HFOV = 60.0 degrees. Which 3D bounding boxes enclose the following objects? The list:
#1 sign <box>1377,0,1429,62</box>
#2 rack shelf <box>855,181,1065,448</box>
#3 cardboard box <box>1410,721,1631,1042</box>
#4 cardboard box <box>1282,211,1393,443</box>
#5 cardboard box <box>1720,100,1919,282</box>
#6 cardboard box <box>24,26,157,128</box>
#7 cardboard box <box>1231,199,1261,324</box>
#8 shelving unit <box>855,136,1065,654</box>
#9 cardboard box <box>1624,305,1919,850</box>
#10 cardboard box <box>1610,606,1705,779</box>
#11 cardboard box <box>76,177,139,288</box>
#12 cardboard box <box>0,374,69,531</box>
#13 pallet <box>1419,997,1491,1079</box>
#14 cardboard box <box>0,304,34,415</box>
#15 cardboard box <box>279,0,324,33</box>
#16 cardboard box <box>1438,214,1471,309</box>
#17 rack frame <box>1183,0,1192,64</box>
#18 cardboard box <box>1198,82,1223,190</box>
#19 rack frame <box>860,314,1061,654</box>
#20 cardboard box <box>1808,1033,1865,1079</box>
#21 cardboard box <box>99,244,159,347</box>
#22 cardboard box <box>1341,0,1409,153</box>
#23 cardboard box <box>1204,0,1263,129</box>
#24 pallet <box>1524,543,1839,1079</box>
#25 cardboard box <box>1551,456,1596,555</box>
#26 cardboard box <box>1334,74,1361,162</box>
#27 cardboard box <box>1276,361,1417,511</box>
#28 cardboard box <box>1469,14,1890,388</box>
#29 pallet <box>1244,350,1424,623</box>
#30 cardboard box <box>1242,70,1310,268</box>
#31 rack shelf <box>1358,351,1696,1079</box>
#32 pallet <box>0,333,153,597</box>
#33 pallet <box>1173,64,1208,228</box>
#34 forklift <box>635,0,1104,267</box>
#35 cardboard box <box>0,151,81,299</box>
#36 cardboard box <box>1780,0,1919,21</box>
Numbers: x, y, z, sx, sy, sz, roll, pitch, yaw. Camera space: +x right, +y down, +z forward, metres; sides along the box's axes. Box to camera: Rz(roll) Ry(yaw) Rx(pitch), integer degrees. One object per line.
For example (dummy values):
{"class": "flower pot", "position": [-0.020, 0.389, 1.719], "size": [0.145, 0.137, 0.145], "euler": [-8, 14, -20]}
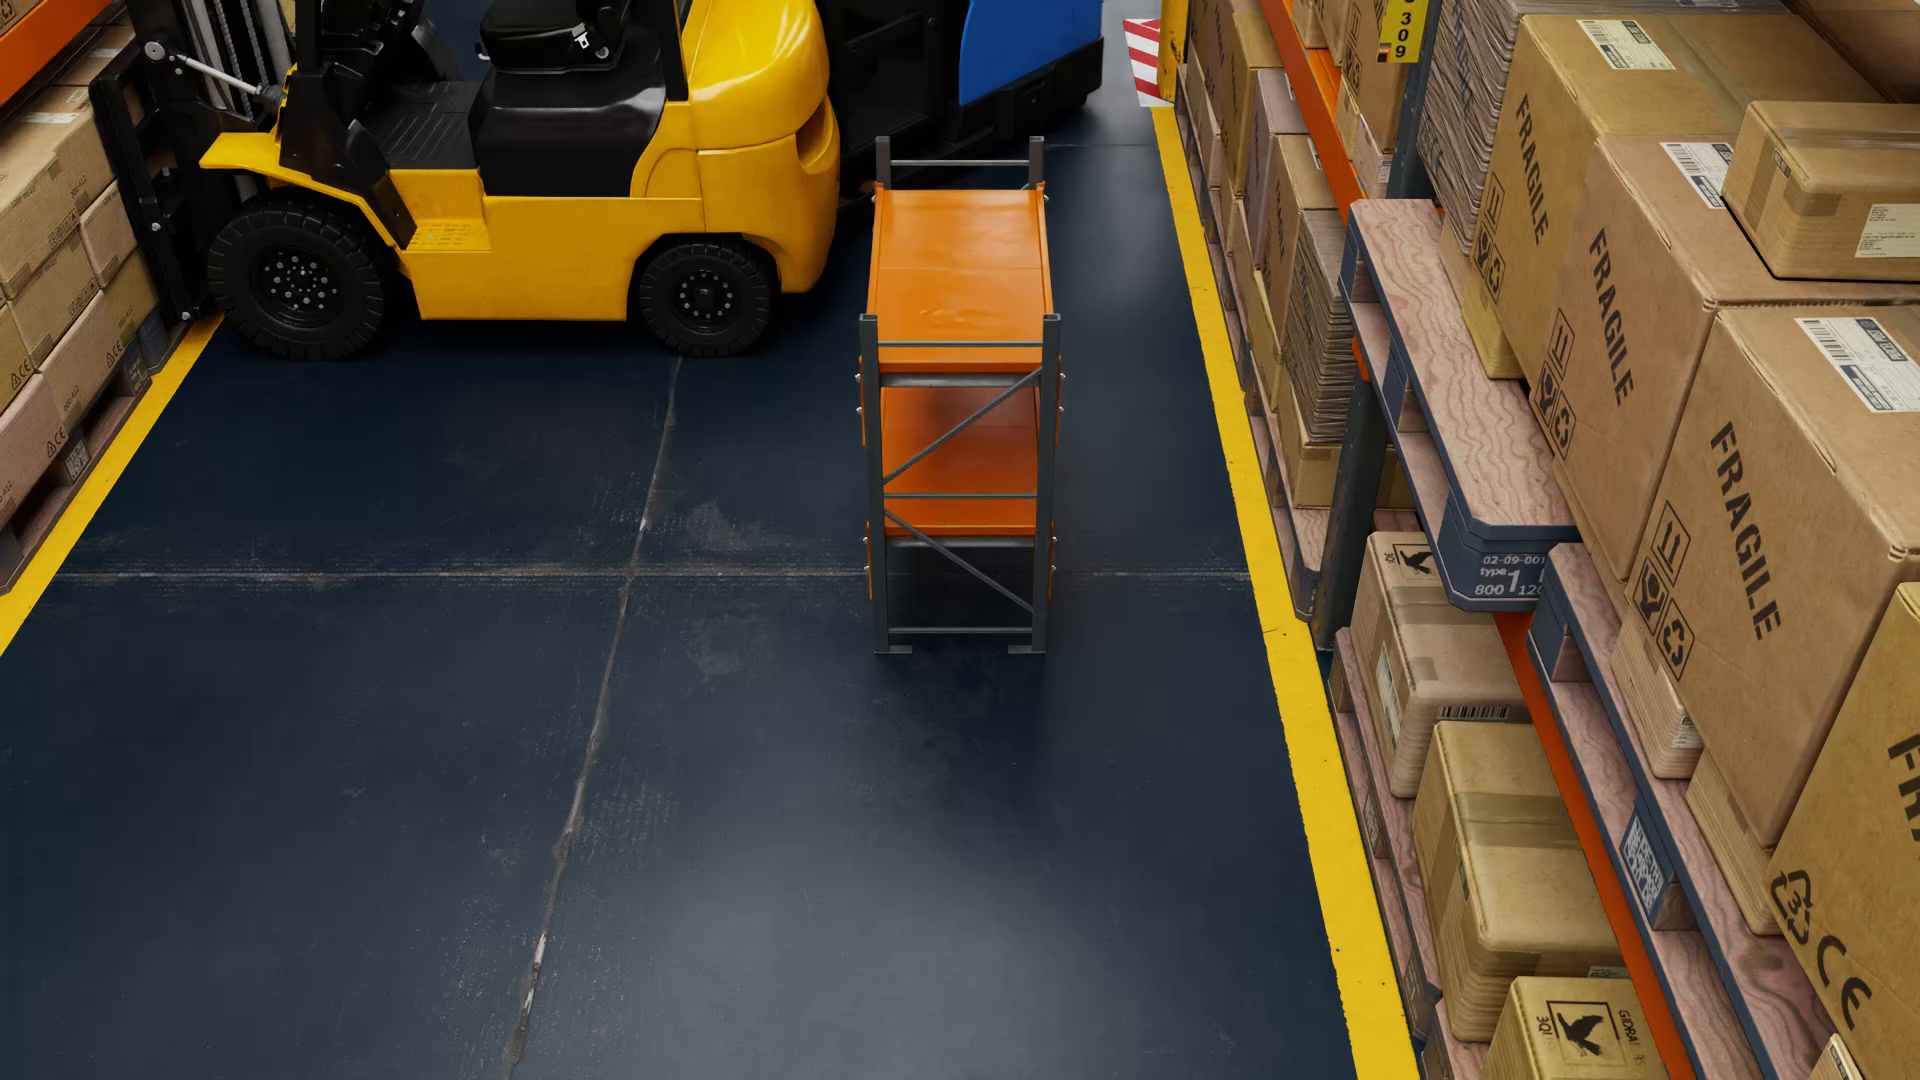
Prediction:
{"class": "sign", "position": [0.995, -1.211, 3.671], "size": [0.100, 0.325, 0.005], "euler": [0, 39, 0]}
{"class": "rack shelf", "position": [0.000, -0.663, 4.710], "size": [0.538, 0.278, 1.000], "euler": [0, 39, 0]}
{"class": "cardboard box", "position": [1.545, 0.760, 3.668], "size": [0.950, 0.372, 0.625], "euler": [2, 39, 3]}
{"class": "cardboard box", "position": [1.268, -0.632, 4.903], "size": [0.500, 0.500, 0.500], "euler": [-1, 39, -1]}
{"class": "cardboard box", "position": [1.288, -0.477, 2.275], "size": [0.380, 0.149, 0.250], "euler": [2, 39, 2]}
{"class": "cardboard box", "position": [-3.108, -1.616, 5.931], "size": [0.500, 0.250, 0.500], "euler": [-1, 39, -1]}
{"class": "cardboard box", "position": [1.261, -0.990, 5.950], "size": [0.500, 0.250, 0.500], "euler": [1, 39, 1]}
{"class": "shelving unit", "position": [0.000, -0.435, 4.893], "size": [0.538, 1.125, 1.048], "euler": [0, 39, 0]}
{"class": "cardboard box", "position": [1.250, 0.039, 2.149], "size": [0.500, 0.500, 0.500], "euler": [-2, 39, -2]}
{"class": "cardboard box", "position": [1.196, 0.216, 2.446], "size": [0.380, 0.149, 0.250], "euler": [1, 39, 2]}
{"class": "cardboard box", "position": [-3.110, -1.091, 5.676], "size": [0.500, 0.250, 0.500], "euler": [0, 39, 0]}
{"class": "cardboard box", "position": [-3.096, -0.266, 5.047], "size": [0.500, 0.250, 0.500], "euler": [0, 39, 0]}
{"class": "pallet", "position": [1.544, 1.461, 3.258], "size": [1.003, 0.211, 1.213], "euler": [0, 39, 0]}
{"class": "cardboard box", "position": [-3.118, -0.462, 4.890], "size": [0.500, 0.250, 0.500], "euler": [0, 39, 0]}
{"class": "cardboard box", "position": [-3.118, -2.356, 7.255], "size": [0.500, 0.250, 0.500], "euler": [0, 39, -1]}
{"class": "cardboard box", "position": [1.222, -0.599, 3.464], "size": [0.380, 0.149, 0.250], "euler": [0, 39, 1]}
{"class": "rack frame", "position": [1.533, -3.380, 7.069], "size": [1.000, 3.000, 0.127], "euler": [0, 39, 0]}
{"class": "cardboard box", "position": [1.250, -1.647, 6.770], "size": [0.500, 0.250, 0.500], "euler": [1, 39, 2]}
{"class": "rack frame", "position": [0.001, -0.117, 4.496], "size": [0.500, 1.125, 0.032], "euler": [0, 39, 0]}
{"class": "cardboard box", "position": [1.182, 0.697, 1.846], "size": [0.380, 0.149, 0.250], "euler": [1, 39, 1]}
{"class": "cardboard box", "position": [-3.128, -0.905, 5.844], "size": [0.500, 0.250, 0.500], "euler": [1, 39, 1]}
{"class": "cardboard box", "position": [1.288, -1.312, 4.170], "size": [0.500, 0.500, 0.500], "euler": [-1, 39, -1]}
{"class": "cardboard box", "position": [1.263, -1.917, 6.507], "size": [0.500, 0.500, 0.500], "euler": [-1, 39, -2]}
{"class": "pallet", "position": [1.499, 0.460, 2.431], "size": [1.003, 0.211, 1.213], "euler": [0, 39, 0]}
{"class": "cardboard box", "position": [1.249, -0.105, 2.847], "size": [0.380, 0.149, 0.250], "euler": [1, 39, 1]}
{"class": "cardboard box", "position": [1.225, -1.137, 4.472], "size": [0.380, 0.149, 0.250], "euler": [1, 39, 1]}
{"class": "cardboard box", "position": [1.268, -0.339, 5.138], "size": [0.500, 0.250, 0.500], "euler": [2, 39, 2]}
{"class": "cardboard box", "position": [1.252, -0.591, 2.935], "size": [0.500, 0.500, 0.500], "euler": [0, 39, 0]}
{"class": "pallet", "position": [1.501, -0.211, 5.344], "size": [1.003, 0.211, 1.213], "euler": [0, 39, 0]}
{"class": "cardboard box", "position": [1.264, -1.269, 5.698], "size": [0.500, 0.500, 0.500], "euler": [2, 39, 2]}
{"class": "rack shelf", "position": [1.540, 0.653, 2.612], "size": [1.077, 0.370, 4.000], "euler": [0, 39, 0]}
{"class": "pallet", "position": [-3.385, -0.282, 5.433], "size": [1.003, 0.211, 1.213], "euler": [0, 39, 0]}
{"class": "pallet", "position": [1.498, -1.736, 7.248], "size": [1.003, 0.211, 1.213], "euler": [0, 39, 0]}
{"class": "forklift", "position": [-0.675, -2.732, 6.315], "size": [1.130, 2.935, 3.031], "euler": [28, 46, 30]}
{"class": "cardboard box", "position": [-3.104, -0.976, 5.133], "size": [0.500, 0.250, 0.500], "euler": [0, 39, 0]}
{"class": "cardboard box", "position": [1.767, -0.909, 3.332], "size": [0.500, 0.500, 0.500], "euler": [-1, 39, -1]}
